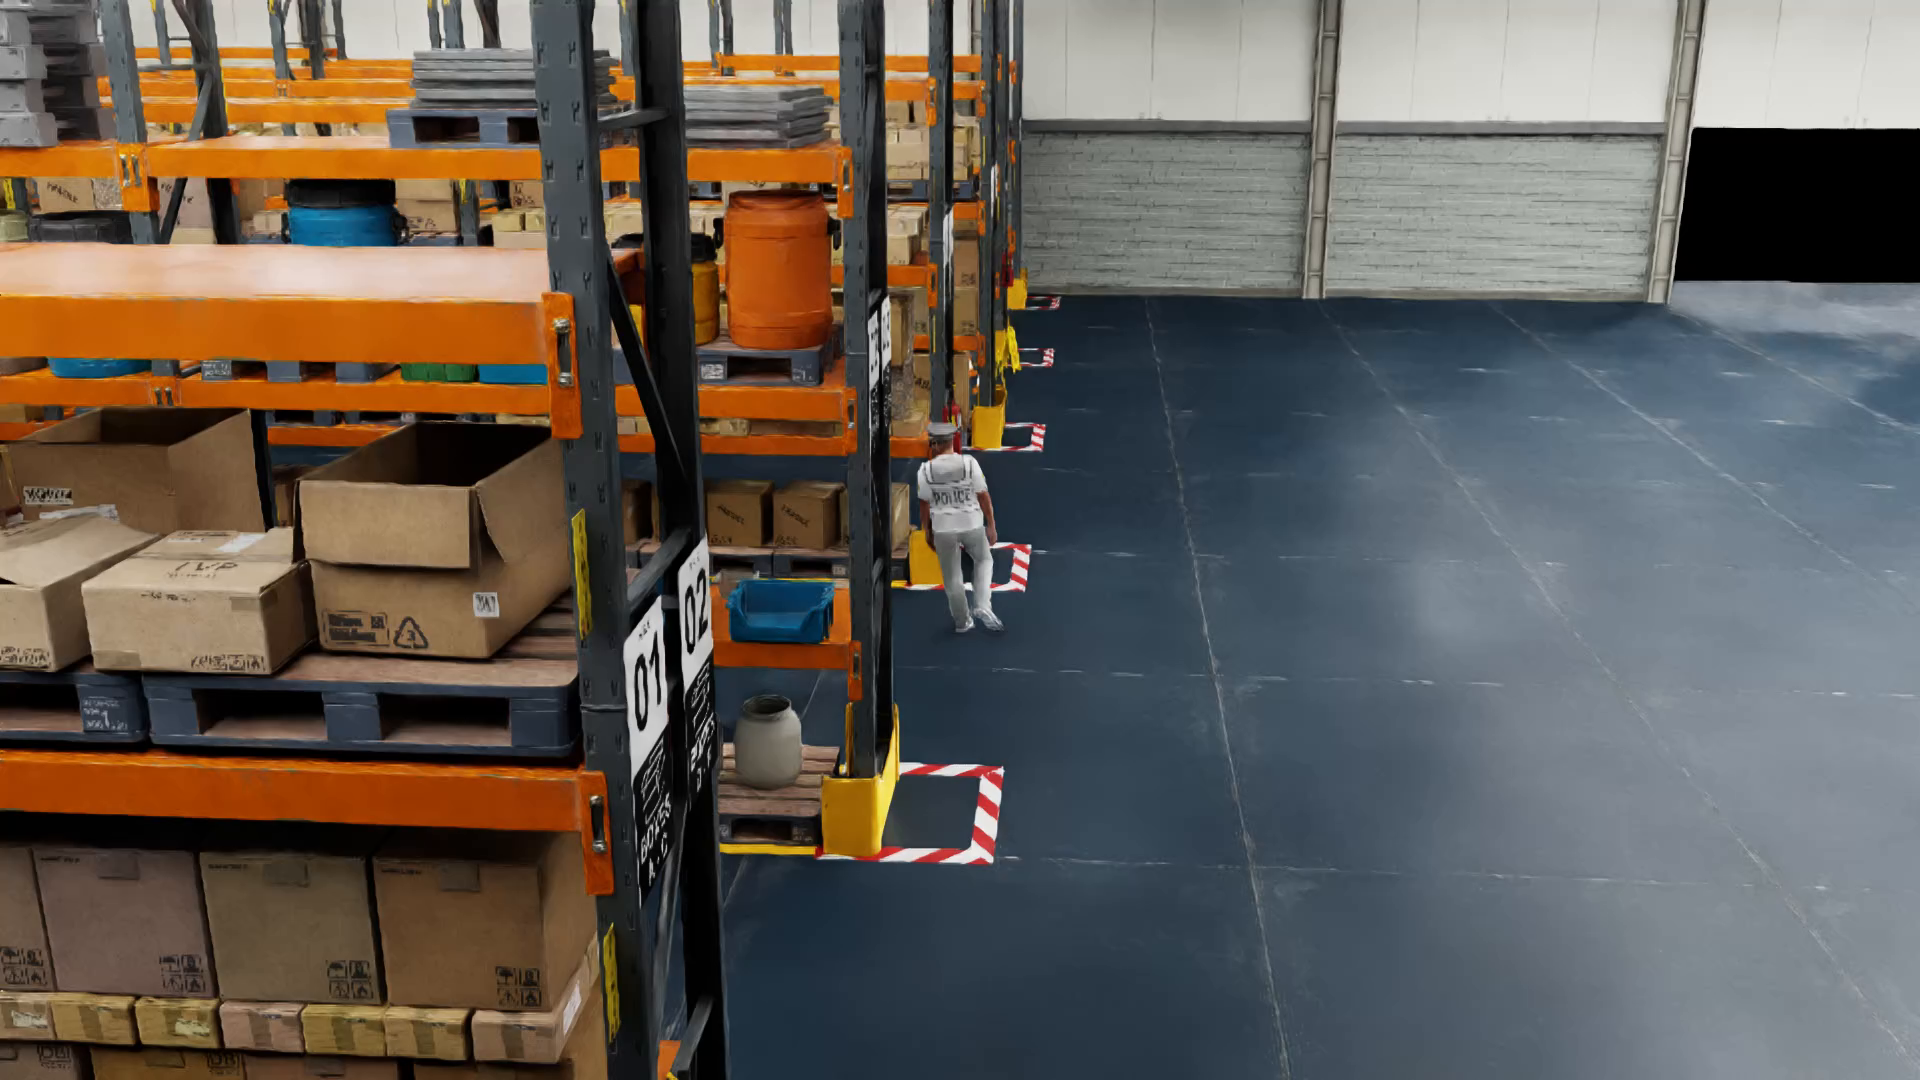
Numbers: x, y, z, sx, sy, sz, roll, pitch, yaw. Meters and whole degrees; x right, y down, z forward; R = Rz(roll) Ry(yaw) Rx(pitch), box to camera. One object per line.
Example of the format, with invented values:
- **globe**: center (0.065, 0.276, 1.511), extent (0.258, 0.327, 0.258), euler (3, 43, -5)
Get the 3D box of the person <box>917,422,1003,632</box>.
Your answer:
- **person**: center (0.000, -0.087, 13.308), extent (0.690, 1.748, 0.476), euler (-1, 17, -3)
